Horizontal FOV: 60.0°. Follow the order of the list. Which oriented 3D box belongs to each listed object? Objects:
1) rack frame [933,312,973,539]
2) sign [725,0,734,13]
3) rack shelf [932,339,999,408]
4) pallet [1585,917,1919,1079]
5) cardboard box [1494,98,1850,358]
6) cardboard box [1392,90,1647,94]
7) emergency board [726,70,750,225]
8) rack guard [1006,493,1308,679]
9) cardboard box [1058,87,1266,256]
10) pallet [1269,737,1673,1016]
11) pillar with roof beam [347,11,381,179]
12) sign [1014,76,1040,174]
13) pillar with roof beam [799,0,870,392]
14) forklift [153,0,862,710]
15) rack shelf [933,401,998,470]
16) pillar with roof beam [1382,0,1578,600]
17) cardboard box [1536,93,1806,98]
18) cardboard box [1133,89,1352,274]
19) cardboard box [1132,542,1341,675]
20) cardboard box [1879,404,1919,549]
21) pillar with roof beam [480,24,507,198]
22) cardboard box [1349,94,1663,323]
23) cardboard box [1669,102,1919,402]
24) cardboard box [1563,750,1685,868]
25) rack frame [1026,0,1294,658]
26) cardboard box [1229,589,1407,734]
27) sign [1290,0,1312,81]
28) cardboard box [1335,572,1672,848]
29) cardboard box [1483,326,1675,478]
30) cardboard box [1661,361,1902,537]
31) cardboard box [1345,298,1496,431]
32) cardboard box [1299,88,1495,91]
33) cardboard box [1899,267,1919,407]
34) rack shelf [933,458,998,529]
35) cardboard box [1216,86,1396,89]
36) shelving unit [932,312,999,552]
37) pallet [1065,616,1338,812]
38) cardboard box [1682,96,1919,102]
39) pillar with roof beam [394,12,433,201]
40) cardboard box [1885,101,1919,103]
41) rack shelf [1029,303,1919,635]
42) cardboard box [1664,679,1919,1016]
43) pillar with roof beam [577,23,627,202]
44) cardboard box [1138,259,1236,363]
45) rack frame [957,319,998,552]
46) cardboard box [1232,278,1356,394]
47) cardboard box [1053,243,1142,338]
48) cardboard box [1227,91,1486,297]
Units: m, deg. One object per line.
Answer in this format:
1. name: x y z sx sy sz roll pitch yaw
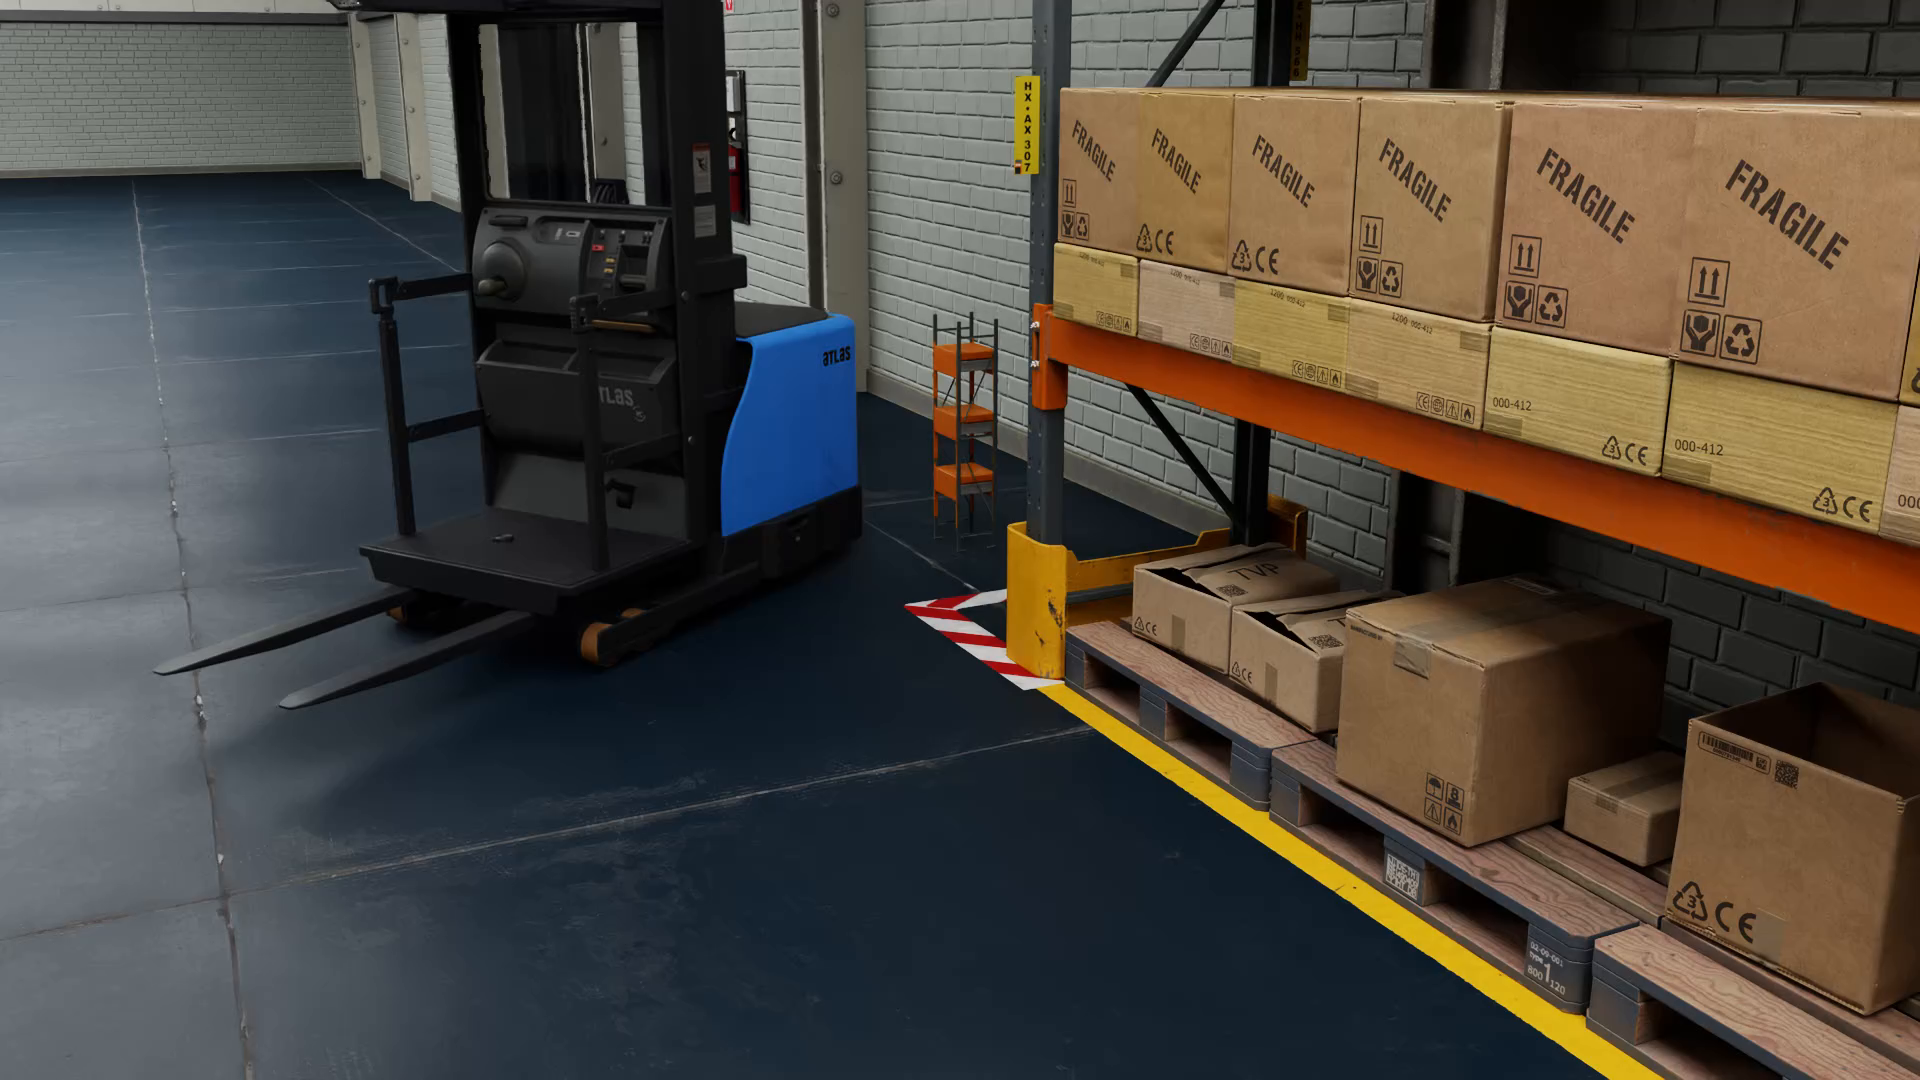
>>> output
1. rack frame: -0.030 -0.522 7.665 0.200 1.050 0.008 -8 18 -25
2. sign: -1.787 -4.229 12.847 0.001 0.298 0.199 -8 18 -25
3. rack shelf: 0.023 -0.754 7.484 0.215 0.259 0.240 -8 18 -25
4. pallet: 2.146 1.105 3.516 1.003 0.211 1.213 -8 18 -25
5. cardboard box: 1.552 -0.700 3.628 0.500 0.500 0.500 -8 18 -26
6. cardboard box: 1.559 -1.018 4.735 0.500 0.500 0.500 -8 18 -26
7. emergency board: -1.873 -3.101 13.118 0.194 1.169 0.643 -8 18 -25
8. rack guard: 0.753 0.156 6.302 1.175 0.500 0.348 -8 18 -25
9. cardboard box: 0.659 -1.208 5.398 0.500 0.500 0.500 -8 18 -25
10. pallet: 1.608 0.802 4.572 1.003 0.211 1.213 -8 18 -25
11. pillar with roof beam: -15.209 -10.798 29.063 9.100 9.000 0.400 -8 18 -25
12. sign: 0.232 -1.415 5.675 0.100 0.325 0.005 -8 18 -25
13. pillar with roof beam: -4.695 -4.847 8.326 9.100 9.000 0.400 -8 18 -25
14. forklift: -1.609 -1.083 6.211 1.130 2.935 3.031 9 18 28
15. rack shelf: 0.023 -0.481 7.563 0.215 0.259 0.240 -8 18 -25
16. pillar with roof beam: -2.066 -3.359 3.142 9.100 9.000 0.400 -8 18 -25
17. cardboard box: 1.780 -0.893 4.300 0.500 0.500 0.500 -7 18 -24
18. cardboard box: 0.866 -1.084 4.967 0.500 0.500 0.500 -8 18 -25
19. cardboard box: 0.942 0.199 5.697 0.500 0.311 0.500 -10 19 -31
20. cardboard box: 1.992 -0.091 2.866 0.500 0.250 0.500 -8 18 -25
21. pillar with roof beam: -9.952 -7.822 18.695 9.100 9.000 0.400 -8 18 -25
22. cardboard box: 1.324 -0.829 4.077 0.500 0.500 0.500 -7 17 -23
23. cardboard box: 1.763 -0.574 3.188 0.500 0.500 0.500 -8 18 -25
24. cardboard box: 1.789 0.687 4.289 0.380 0.149 0.250 -9 18 -29
25. rack frame: 0.720 -1.065 6.023 1.000 3.000 0.127 -8 18 -25
26. cardboard box: 1.192 0.340 5.204 0.500 0.311 0.500 -6 17 -20
27. sign: 1.227 -1.835 6.036 0.100 0.325 0.005 -8 18 -25
28. cardboard box: 1.468 0.437 4.523 0.700 0.500 0.500 -9 18 -28
29. cardboard box: 1.547 -0.339 3.728 0.500 0.250 0.500 -8 18 -25
30. cardboard box: 1.781 -0.216 3.300 0.500 0.250 0.500 -8 18 -25
31. cardboard box: 1.326 -0.463 4.162 0.500 0.250 0.500 -7 18 -24
32. cardboard box: 1.329 -1.145 5.180 0.500 0.500 0.500 -7 18 -24
33. cardboard box: 1.987 -0.451 2.759 0.500 0.500 0.500 -8 18 -25
34. rack shelf: 0.023 -0.214 7.639 0.215 0.259 0.240 -8 18 -25
35. cardboard box: 1.117 -1.271 5.619 0.500 0.500 0.500 -8 18 -26
36. shelving unit: 0.023 -0.491 7.560 0.215 1.050 0.252 -8 18 -25
37. pallet: 1.077 0.500 5.625 1.003 0.211 1.213 -8 18 -25
38. cardboard box: 2.017 -0.766 3.856 0.500 0.500 0.500 -7 17 -23
39. pillar with roof beam: -12.580 -9.310 23.879 9.100 9.000 0.400 -8 18 -25
40. cardboard box: 2.231 -0.641 3.423 0.500 0.500 0.500 -8 18 -25
41. rack shelf: 1.596 -0.223 4.394 1.077 0.370 4.000 -8 18 -25
42. cardboard box: 1.981 0.665 3.730 0.500 0.500 0.500 -9 18 -29
43. pillar with roof beam: -7.323 -6.334 13.510 9.100 9.000 0.400 -8 18 -25
44. cardboard box: 0.888 -0.716 5.042 0.500 0.250 0.500 -8 18 -27
45. rack frame: 0.077 -0.461 7.454 0.200 1.050 0.008 -8 18 -25
46. cardboard box: 1.106 -0.589 4.600 0.500 0.250 0.500 -8 18 -26
47. cardboard box: 0.648 -0.843 5.485 0.500 0.250 0.500 -8 18 -27
48. cardboard box: 1.087 -0.955 4.518 0.500 0.500 0.500 -8 18 -27
